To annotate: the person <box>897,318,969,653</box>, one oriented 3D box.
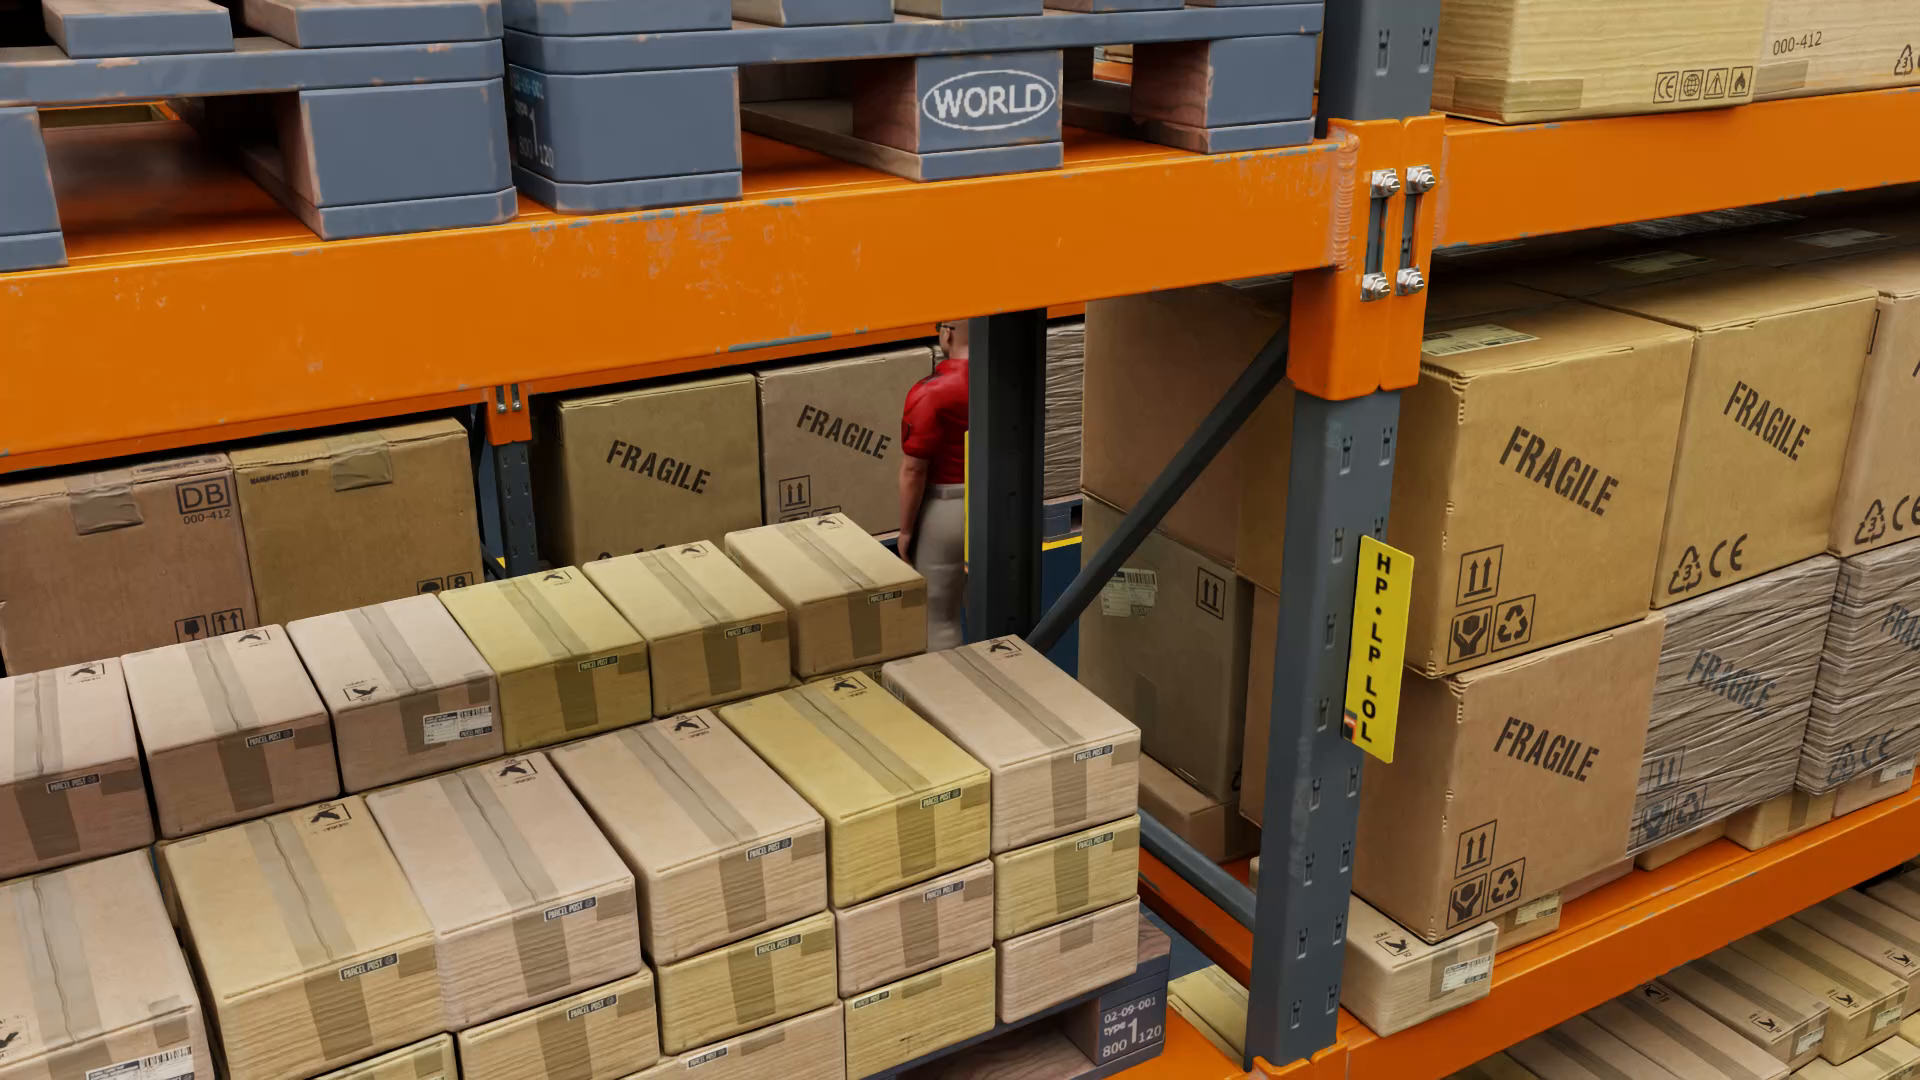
[{"bbox_3d":[0.011,-0.066,6.248,0.552,1.737,0.416,-12,25,-28],"label":"person"}]
